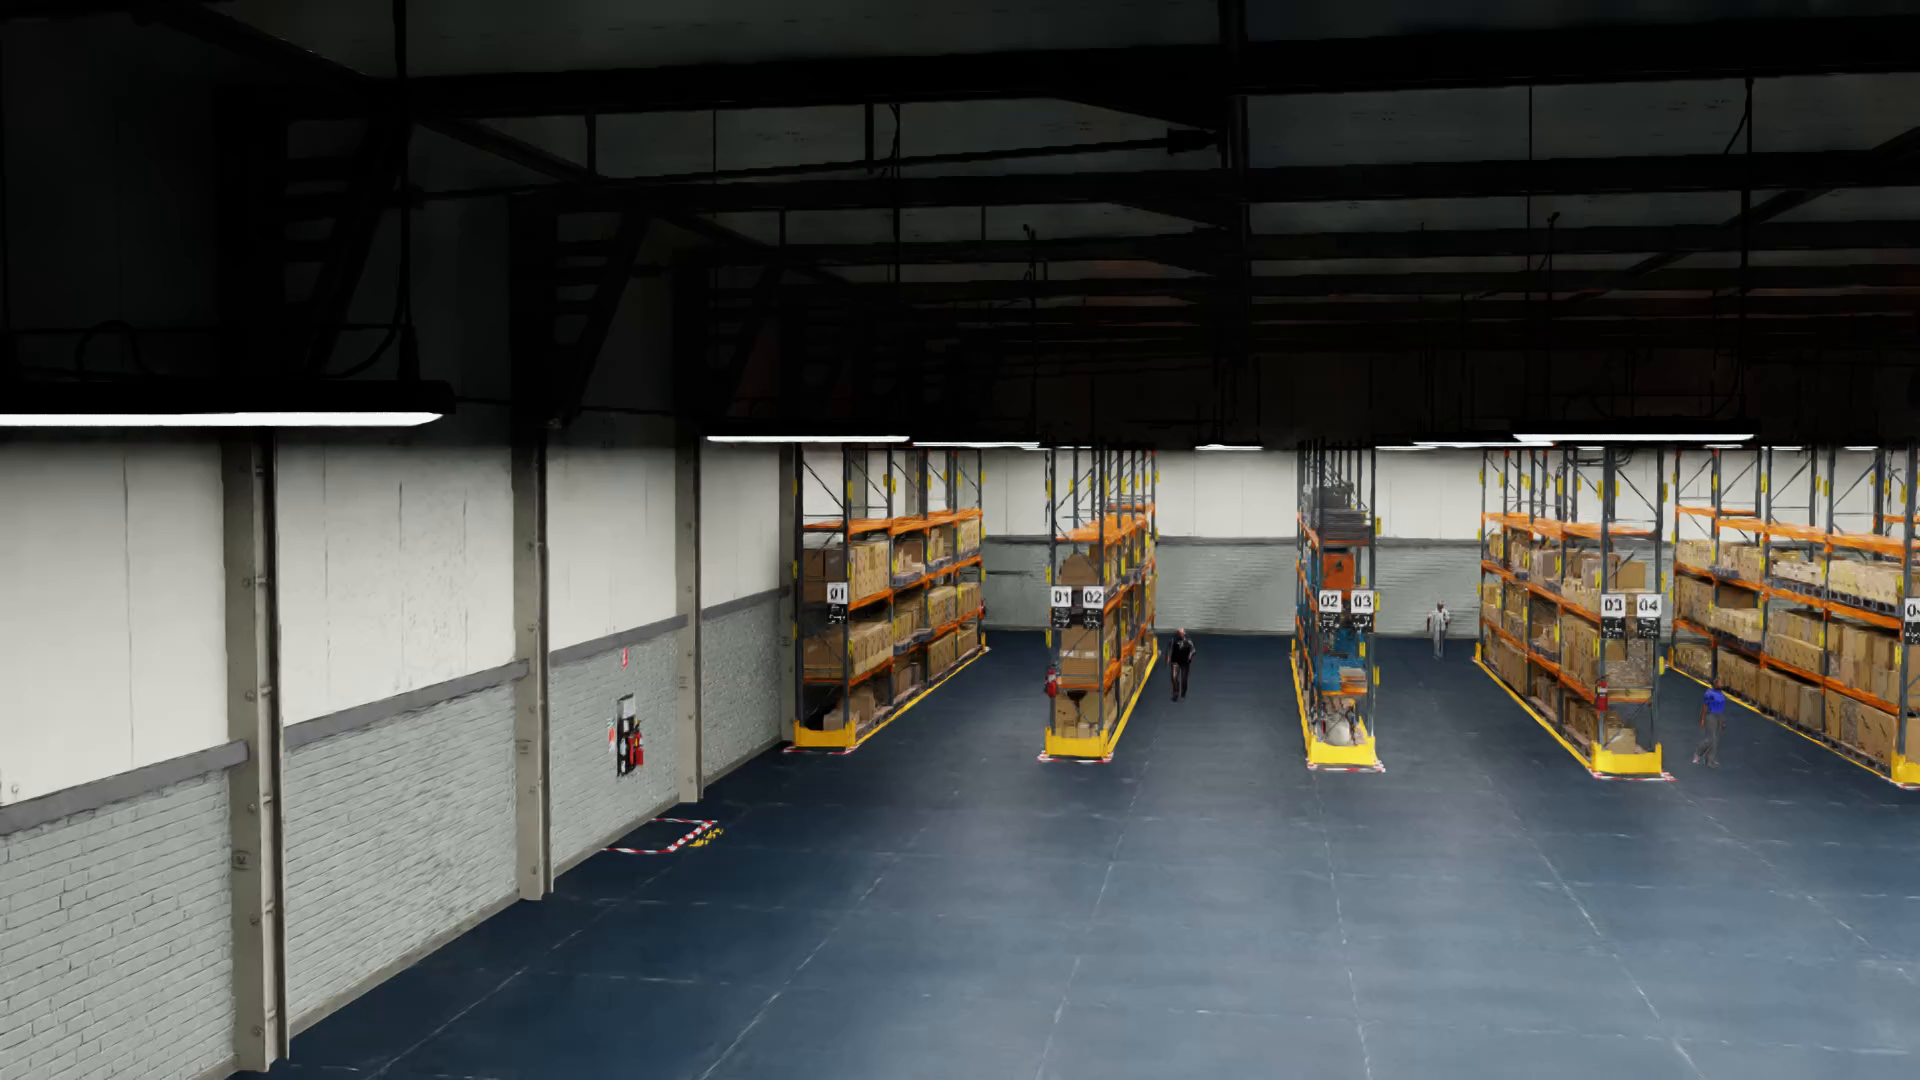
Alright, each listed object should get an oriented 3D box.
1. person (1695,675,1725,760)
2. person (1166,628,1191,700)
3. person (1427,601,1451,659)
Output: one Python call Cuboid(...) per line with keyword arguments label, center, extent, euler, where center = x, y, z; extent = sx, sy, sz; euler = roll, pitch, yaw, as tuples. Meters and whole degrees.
Cuboid(label="person", center=(13.741, 3.253, 30.402), extent=(0.483, 1.577, 0.415), euler=(-2, 4, -32))
Cuboid(label="person", center=(5.088, 2.847, 38.600), extent=(0.608, 1.658, 0.843), euler=(0, 3, 5))
Cuboid(label="person", center=(13.331, 2.470, 46.232), extent=(0.599, 1.615, 0.853), euler=(0, 3, 5))
